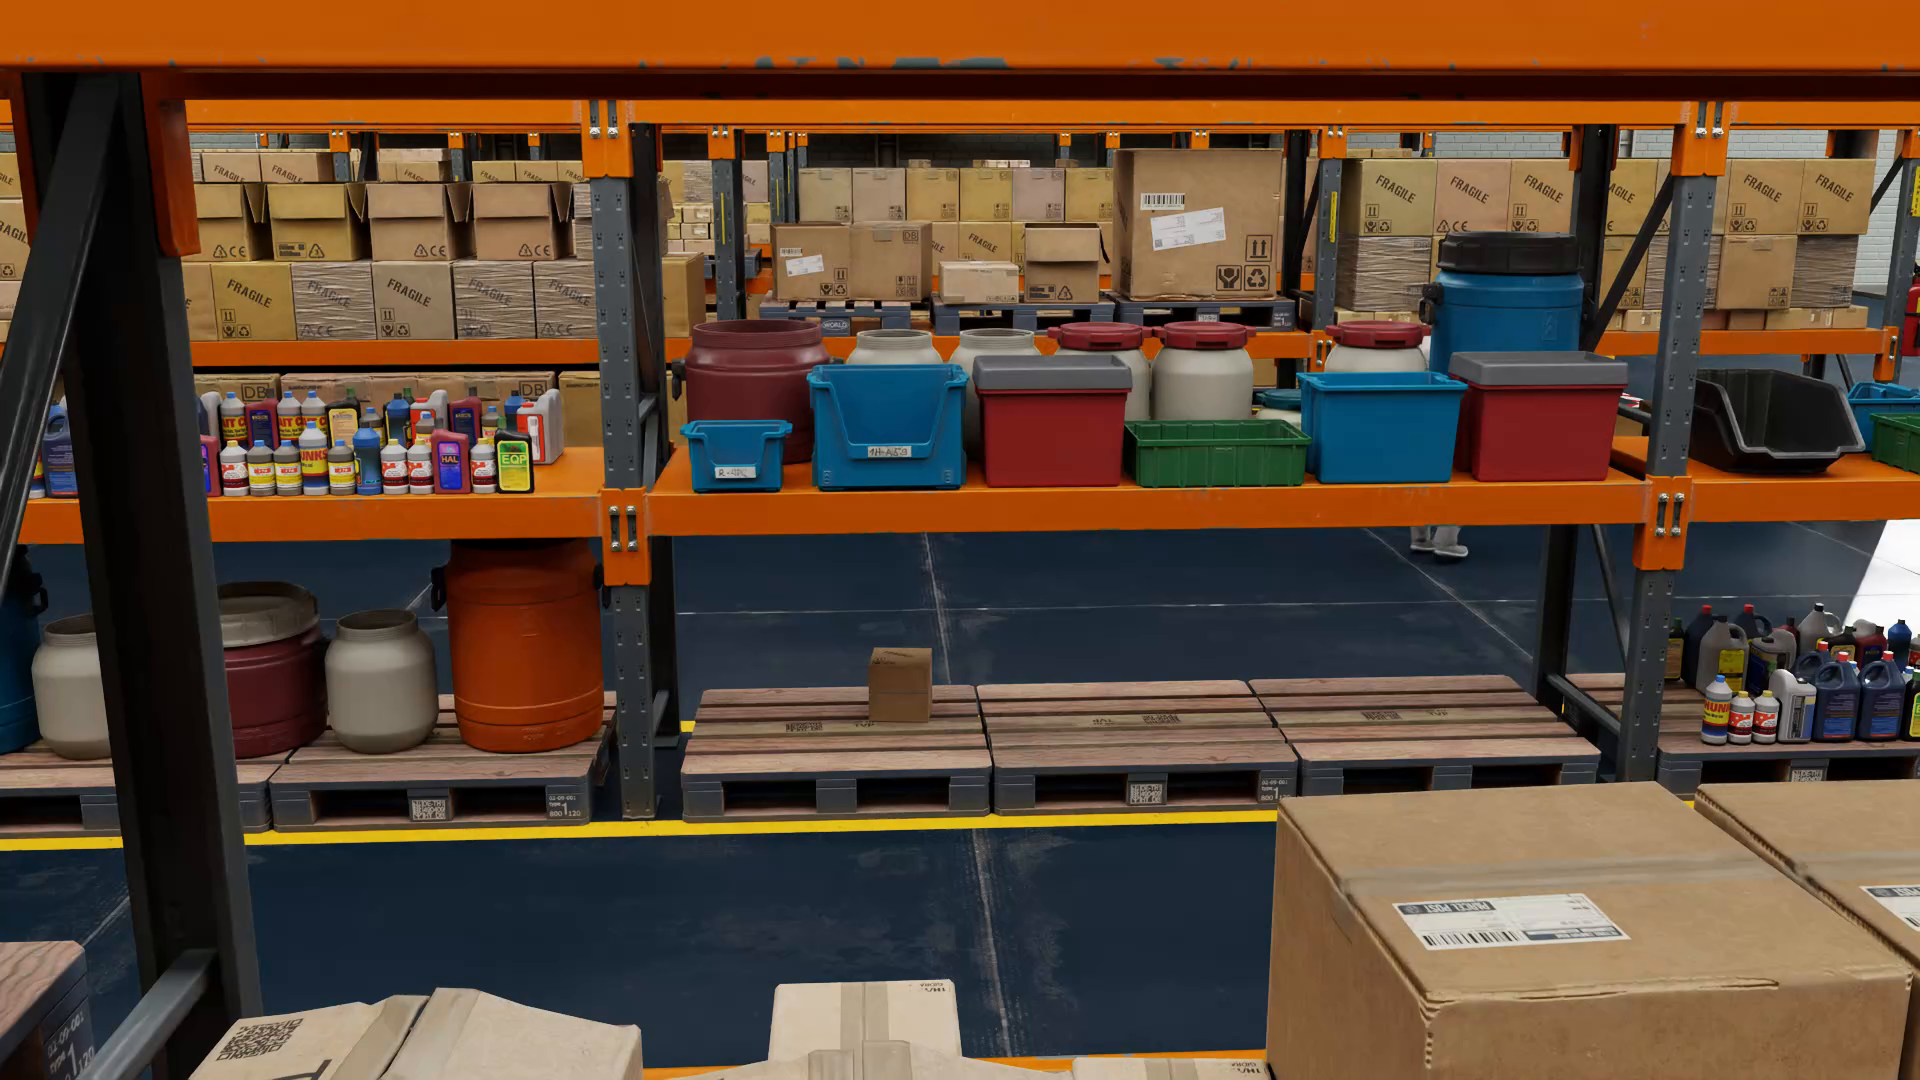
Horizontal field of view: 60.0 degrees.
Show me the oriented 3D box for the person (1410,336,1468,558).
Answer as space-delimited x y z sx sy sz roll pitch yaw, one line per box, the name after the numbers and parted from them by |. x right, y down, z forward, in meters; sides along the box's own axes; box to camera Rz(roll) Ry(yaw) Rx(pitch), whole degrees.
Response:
3.032 -0.709 10.374 0.449 1.688 0.491 -13 19 -43 | person
